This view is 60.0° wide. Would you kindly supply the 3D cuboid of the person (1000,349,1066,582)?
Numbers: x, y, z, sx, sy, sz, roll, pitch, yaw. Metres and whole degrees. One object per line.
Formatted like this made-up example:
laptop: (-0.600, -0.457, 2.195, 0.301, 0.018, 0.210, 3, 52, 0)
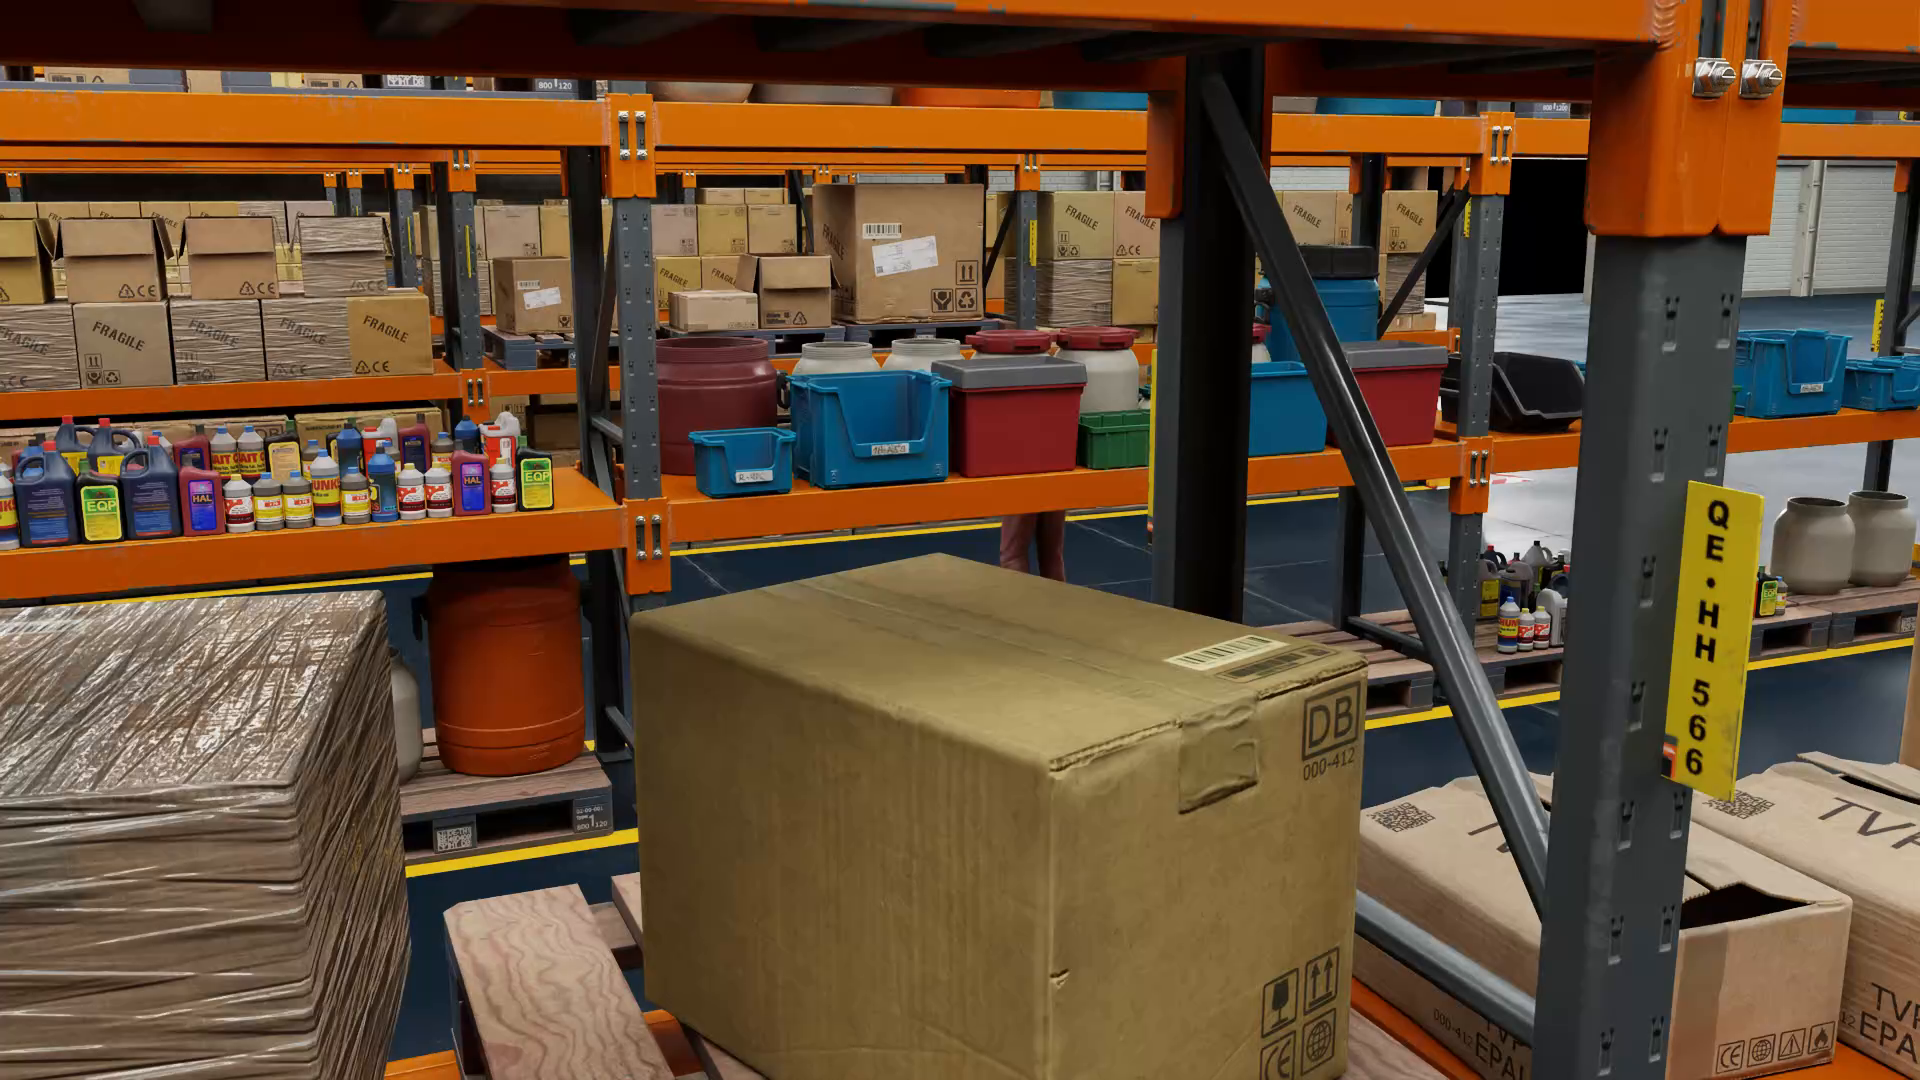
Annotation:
person: (0.388, -0.256, 9.191, 0.425, 1.663, 0.559, -5, 13, -22)
